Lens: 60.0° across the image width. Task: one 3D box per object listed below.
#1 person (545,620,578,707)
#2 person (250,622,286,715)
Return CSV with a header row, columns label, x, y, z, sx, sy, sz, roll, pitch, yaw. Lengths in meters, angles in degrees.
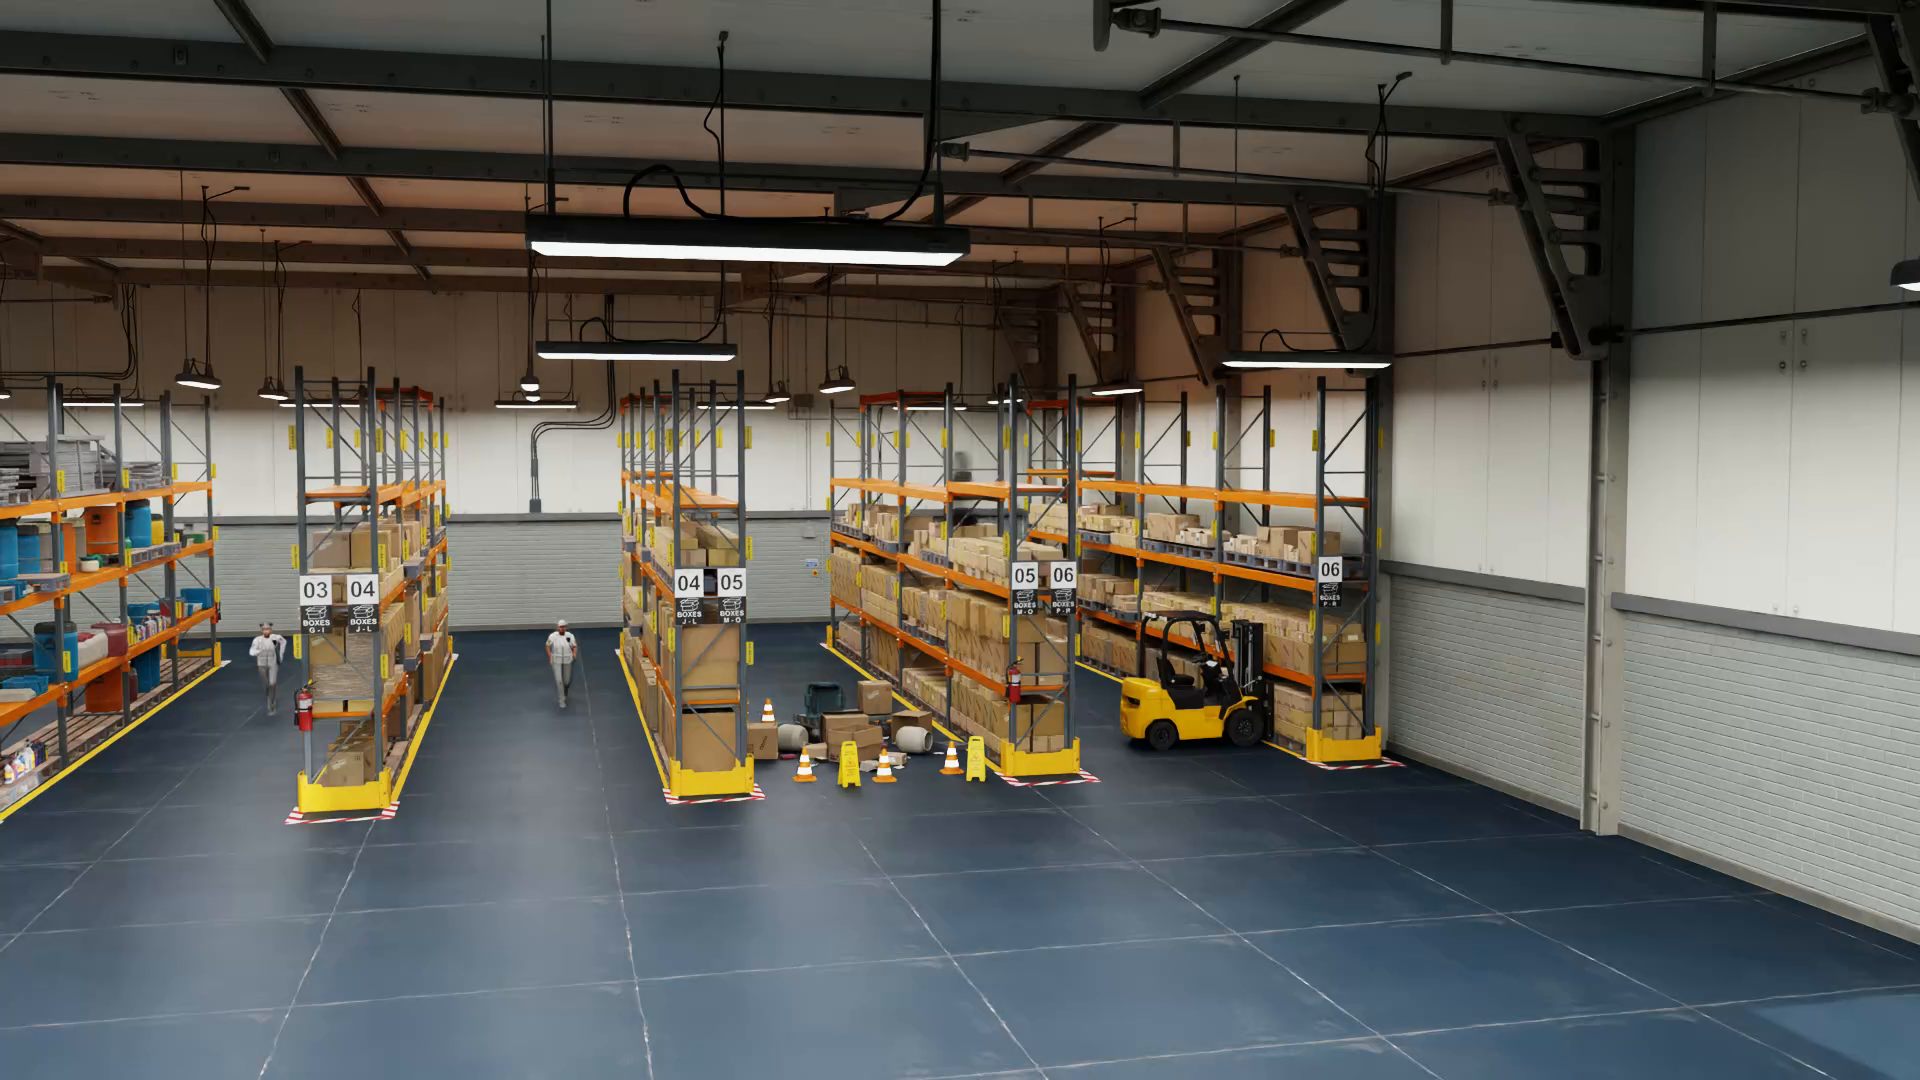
label,x,y,z,sx,sy,sz,roll,pitch,yaw
person,-7.562,2.320,31.559,0.592,1.640,0.762,-1,4,-19
person,-12.723,2.351,30.597,0.593,1.747,0.830,-1,4,-15
